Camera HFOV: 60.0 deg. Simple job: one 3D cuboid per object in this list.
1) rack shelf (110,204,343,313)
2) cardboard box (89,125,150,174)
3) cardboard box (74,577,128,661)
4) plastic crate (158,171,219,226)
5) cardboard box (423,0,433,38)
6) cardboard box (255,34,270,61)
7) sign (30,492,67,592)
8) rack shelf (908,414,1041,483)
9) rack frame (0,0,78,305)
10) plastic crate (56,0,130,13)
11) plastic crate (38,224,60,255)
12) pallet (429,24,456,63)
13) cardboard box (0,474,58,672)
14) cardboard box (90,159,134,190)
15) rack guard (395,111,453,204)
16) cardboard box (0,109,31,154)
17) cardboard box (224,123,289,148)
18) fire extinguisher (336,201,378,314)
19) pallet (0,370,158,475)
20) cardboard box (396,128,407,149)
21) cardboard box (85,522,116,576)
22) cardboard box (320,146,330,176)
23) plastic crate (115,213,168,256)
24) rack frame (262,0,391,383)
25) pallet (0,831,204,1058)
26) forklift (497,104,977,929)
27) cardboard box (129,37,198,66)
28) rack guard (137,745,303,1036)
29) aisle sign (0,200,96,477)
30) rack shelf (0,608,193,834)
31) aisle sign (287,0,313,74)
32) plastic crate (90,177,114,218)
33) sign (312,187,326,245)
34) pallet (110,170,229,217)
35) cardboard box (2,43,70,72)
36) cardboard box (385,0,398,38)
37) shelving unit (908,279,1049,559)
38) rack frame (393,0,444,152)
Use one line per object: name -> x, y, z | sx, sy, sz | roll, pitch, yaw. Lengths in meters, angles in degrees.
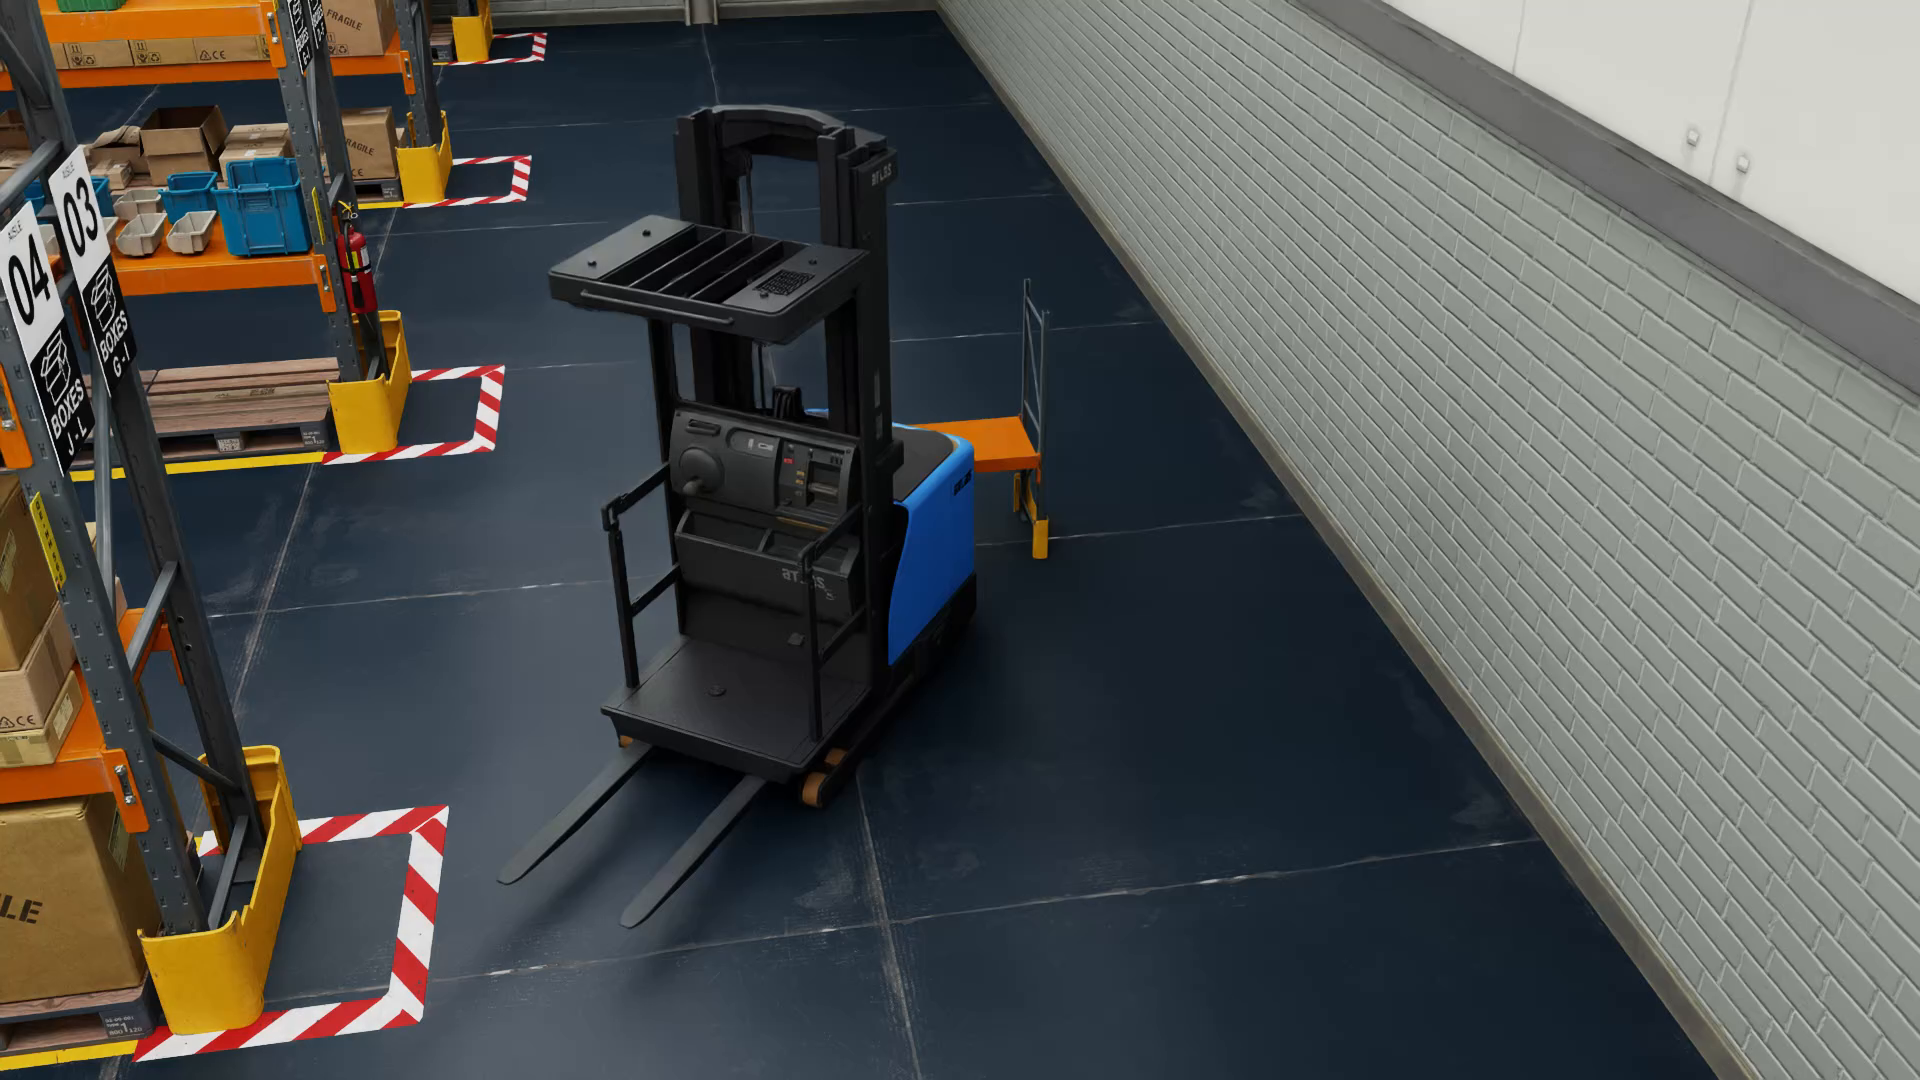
rack shelf -> -5.904, -1.640, 10.290 | 4.000, 0.370, 1.077 | -5, 31, -9
cardboard box -> -7.513, -3.531, 15.014 | 0.500, 0.311, 0.500 | -5, 31, -9
cardboard box -> -3.453, 0.312, 6.507 | 0.250, 0.149, 0.380 | -5, 31, -8
plastic crate -> -4.887, -2.168, 10.584 | 0.300, 0.233, 0.416 | -5, 31, -9
cardboard box -> -6.392, -6.062, 19.153 | 0.500, 0.500, 0.700 | -5, 31, -9
cardboard box -> -5.727, -4.421, 14.210 | 0.500, 0.500, 0.500 | -5, 31, -8
sign -> -2.961, 0.007, 5.403 | 0.005, 0.325, 0.100 | -5, 31, -9
rack shelf -> -0.084, -0.484, 9.448 | 1.000, 0.185, 0.538 | -5, 31, -9
rack frame -> -3.045, -2.250, 4.698 | 0.127, 3.000, 1.000 | -5, 31, -9
plastic crate -> -4.856, -3.102, 9.317 | 0.336, 0.188, 0.450 | -5, 31, -9
plastic crate -> -5.552, -1.788, 10.032 | 0.250, 0.136, 0.298 | -5, 31, -9
pallet -> -6.494, -5.759, 19.335 | 1.213, 0.211, 1.003 | -5, 31, -9
cardboard box -> -3.477, 0.125, 5.693 | 0.500, 0.500, 0.500 | -5, 31, -8
cardboard box -> -7.459, -3.221, 14.629 | 0.250, 0.166, 0.380 | -5, 31, -9
rack guard -> -4.900, -3.519, 15.241 | 0.348, 0.500, 1.175 | -5, 31, -9
cardboard box -> -8.251, -3.544, 14.849 | 0.500, 0.500, 0.500 | -5, 31, -9
cardboard box -> -6.395, -3.608, 15.205 | 0.500, 0.250, 0.500 | -5, 31, -9
fire extinguisher -> -3.707, -1.726, 10.171 | 0.183, 0.674, 0.296 | -5, 31, -9
pallet -> -5.953, -0.766, 10.844 | 1.213, 0.211, 1.003 | -5, 31, -9
cardboard box -> -5.299, -3.697, 15.457 | 0.250, 0.149, 0.380 | -5, 31, -9
cardboard box -> -3.566, 0.182, 6.336 | 0.500, 0.250, 0.500 | -6, 31, -10
cardboard box -> -5.730, -3.407, 14.946 | 0.250, 0.166, 0.380 | -5, 31, -9
plastic crate -> -4.994, -1.861, 10.157 | 0.243, 0.136, 0.396 | -5, 31, -9
rack frame -> -3.937, -2.133, 10.419 | 0.127, 3.000, 1.000 | -5, 31, -9
pallet -> -3.817, 1.650, 6.735 | 1.213, 0.211, 1.003 | -5, 31, -9
forklift -> -0.988, -0.283, 7.339 | 1.130, 2.935, 3.031 | 13, 33, 21
cardboard box -> -6.714, -4.332, 14.059 | 0.500, 0.500, 0.500 | -6, 31, -10
rack guard -> -3.021, 1.412, 6.856 | 0.348, 0.500, 1.175 | -5, 31, -9
aisle sign -> -2.920, -0.641, 5.317 | 0.004, 0.787, 0.394 | -5, 31, -9
rack shelf -> -5.012, 0.829, 6.091 | 4.000, 0.370, 1.077 | -5, 31, -9
aisle sign -> -3.813, -3.114, 9.522 | 0.004, 0.787, 0.394 | -5, 31, -9
plastic crate -> -5.534, -2.108, 10.482 | 0.300, 0.233, 0.416 | -5, 31, -9
sign -> -3.822, -1.931, 9.913 | 0.005, 0.325, 0.100 | -5, 31, -9
pallet -> -6.882, -3.211, 15.003 | 1.213, 0.211, 1.003 | -5, 31, -9
cardboard box -> -7.707, -4.240, 13.903 | 0.500, 0.500, 0.500 | -5, 31, -8
cardboard box -> -5.309, -4.737, 14.749 | 0.500, 0.500, 0.500 | -5, 31, -8
shelving unit -> -0.075, -0.640, 9.358 | 1.083, 1.500, 0.587 | -5, 31, -9
rack frame -> -4.825, -4.603, 14.619 | 0.127, 3.000, 1.000 | -5, 31, -9
